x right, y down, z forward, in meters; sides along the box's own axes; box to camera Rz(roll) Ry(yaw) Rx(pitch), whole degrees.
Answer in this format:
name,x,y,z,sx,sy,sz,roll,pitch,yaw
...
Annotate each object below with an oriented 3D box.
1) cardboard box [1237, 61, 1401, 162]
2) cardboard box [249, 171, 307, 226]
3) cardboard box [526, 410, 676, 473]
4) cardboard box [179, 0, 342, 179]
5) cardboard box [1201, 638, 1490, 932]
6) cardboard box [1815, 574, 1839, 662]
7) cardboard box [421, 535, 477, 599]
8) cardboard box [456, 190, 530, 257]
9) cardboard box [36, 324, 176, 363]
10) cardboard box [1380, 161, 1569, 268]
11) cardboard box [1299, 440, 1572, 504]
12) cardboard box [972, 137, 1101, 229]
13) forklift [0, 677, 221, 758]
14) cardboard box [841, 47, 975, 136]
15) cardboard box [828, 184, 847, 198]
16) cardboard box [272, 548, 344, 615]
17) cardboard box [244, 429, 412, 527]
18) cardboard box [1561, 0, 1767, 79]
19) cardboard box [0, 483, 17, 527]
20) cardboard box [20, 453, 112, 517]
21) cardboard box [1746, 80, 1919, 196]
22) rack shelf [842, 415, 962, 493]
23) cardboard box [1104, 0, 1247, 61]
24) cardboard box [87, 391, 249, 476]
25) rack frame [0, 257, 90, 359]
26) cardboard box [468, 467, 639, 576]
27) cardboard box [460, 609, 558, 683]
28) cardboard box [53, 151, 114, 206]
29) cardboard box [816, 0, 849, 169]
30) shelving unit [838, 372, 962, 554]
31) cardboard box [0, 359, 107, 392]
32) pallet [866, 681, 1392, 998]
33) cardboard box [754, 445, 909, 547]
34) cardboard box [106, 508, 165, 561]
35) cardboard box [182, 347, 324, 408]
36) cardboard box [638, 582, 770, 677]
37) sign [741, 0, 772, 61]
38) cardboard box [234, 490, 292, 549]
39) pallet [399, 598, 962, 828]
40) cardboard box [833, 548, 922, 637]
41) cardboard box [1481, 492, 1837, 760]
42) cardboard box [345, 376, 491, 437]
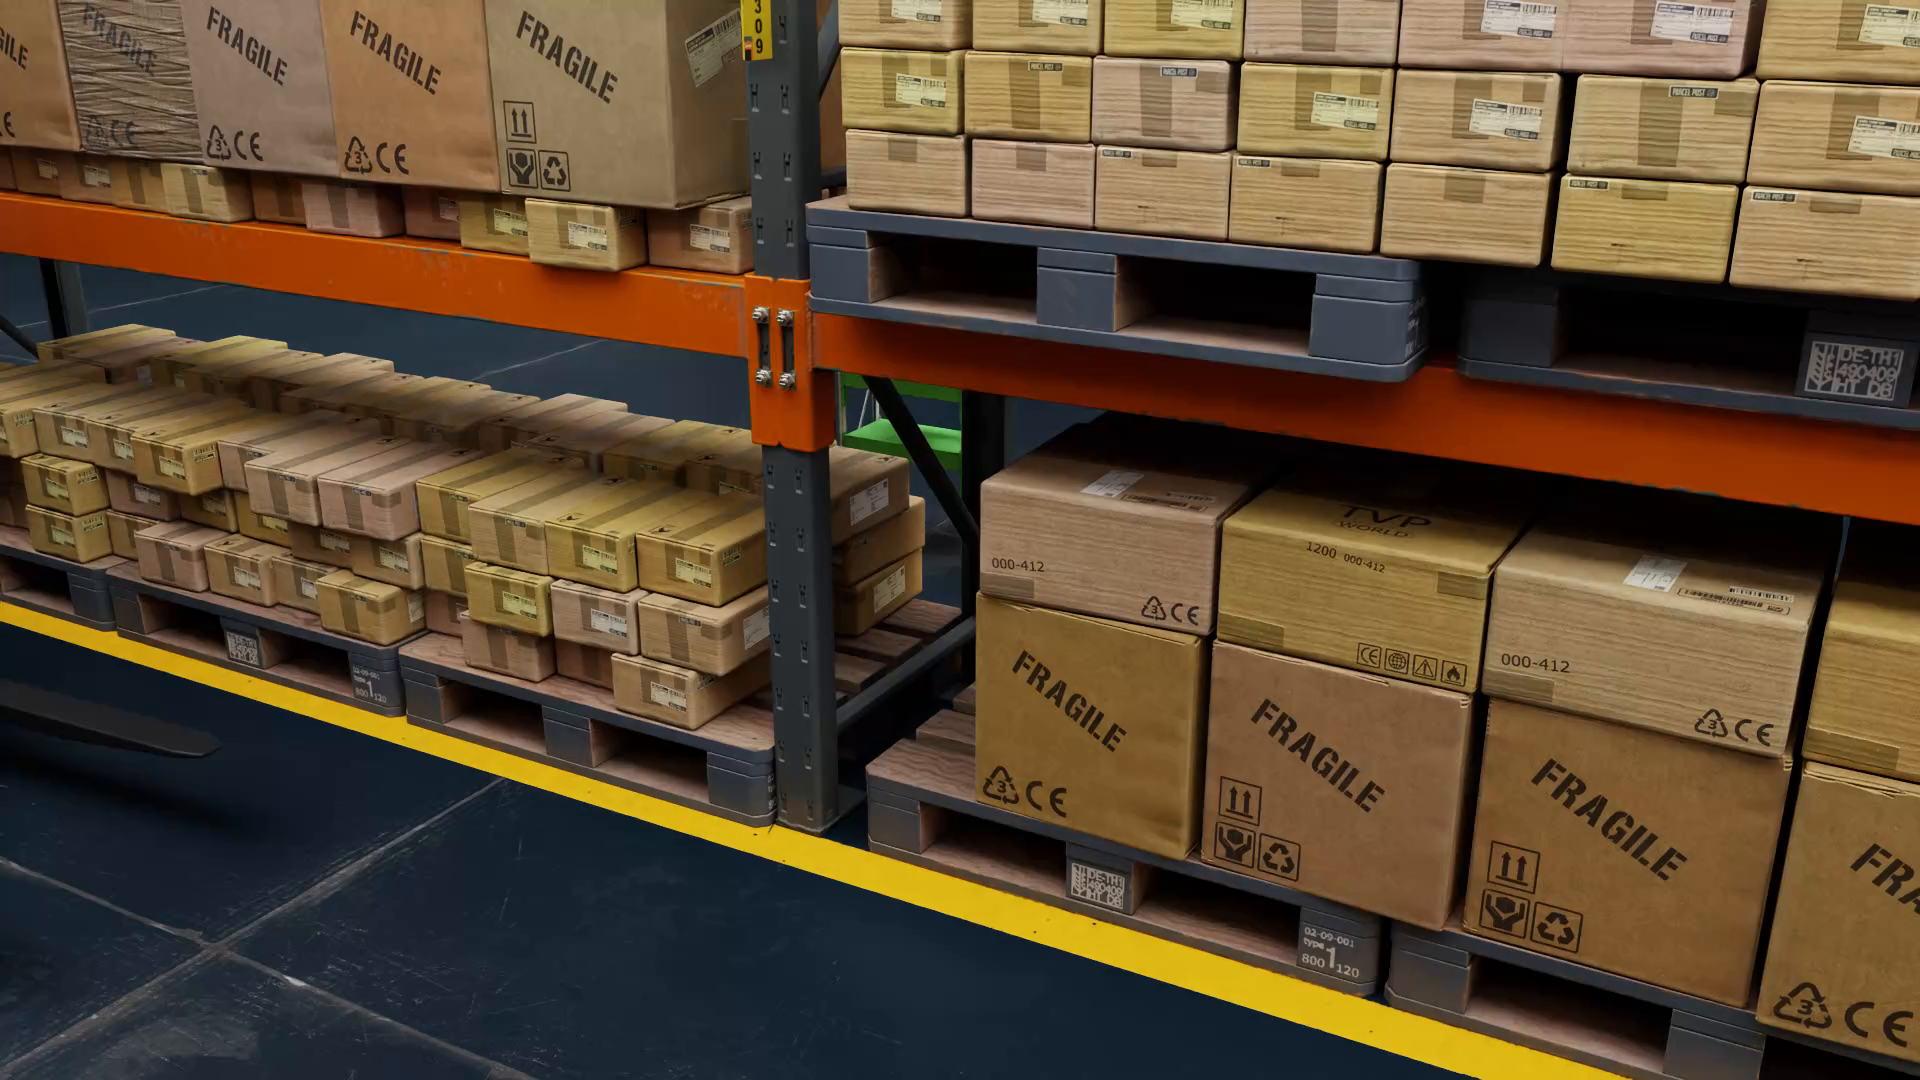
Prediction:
name,x,y,z,sx,sy,sz,roll,pitch,yaw
cardboard box,0.657,-0.754,2.861,0.250,0.149,0.380,10,22,25
cardboard box,-1.649,-0.943,4.434,0.250,0.149,0.380,10,22,27
cardboard box,-1.037,-0.249,4.845,0.250,0.149,0.380,10,22,26
cardboard box,-1.589,-1.219,4.243,0.500,0.500,0.500,11,23,27
cardboard box,0.836,0.401,3.410,0.500,0.500,0.500,12,23,30
cardboard box,1.966,0.417,3.366,0.500,0.500,0.500,10,22,26
cardboard box,-1.228,0.028,4.518,0.250,0.149,0.380,11,23,28
cardboard box,-0.988,-0.798,4.035,0.250,0.149,0.380,12,23,29
cardboard box,-3.049,-0.655,5.965,0.250,0.149,0.380,11,23,28
cardboard box,0.879,-0.571,2.794,0.250,0.149,0.380,10,22,25
cardboard box,1.073,-0.103,3.699,0.500,0.250,0.500,12,23,30
cardboard box,0.222,-0.698,3.144,0.250,0.149,0.380,11,23,28
forklift,-3.235,-0.806,3.788,3.031,2.935,1.130,9,22,24
cardboard box,-0.023,-0.882,3.215,0.250,0.149,0.380,11,23,28
cardboard box,-0.230,-0.892,4.294,0.250,0.149,0.380,12,23,29
cardboard box,-1.749,0.078,4.817,0.250,0.149,0.380,11,23,28
cardboard box,-1.754,-0.179,4.653,0.250,0.149,0.380,10,22,25
cardboard box,1.107,-0.808,2.573,0.250,0.149,0.380,12,23,29
cardboard box,-3.065,-0.187,5.545,0.250,0.149,0.380,11,23,27
cardboard box,-2.663,-0.213,5.181,0.250,0.149,0.380,12,23,29
cardboard box,1.344,-0.623,2.500,0.250,0.149,0.380,10,22,26
rack shelf,-0.145,-0.306,5.840,0.480,0.148,0.258,11,23,27
cardboard box,0.446,-0.934,2.922,0.250,0.149,0.380,11,23,28
cardboard box,-2.391,-0.324,5.052,0.250,0.149,0.380,12,23,29
rack frame,-3.634,-1.531,5.687,0.127,3.000,1.000,11,23,27
cardboard box,-1.043,-0.054,4.308,0.250,0.149,0.380,11,22,27
cardboard box,-1.099,0.220,4.423,0.250,0.149,0.380,10,22,26
cardboard box,-2.341,-1.066,4.775,0.250,0.149,0.380,10,22,26
cardboard box,-0.452,-1.210,4.219,0.500,0.500,0.500,10,22,26
shelving unit,-0.145,-0.592,5.736,0.503,1.200,0.258,11,23,27
cardboard box,-3.043,-0.469,5.453,0.250,0.149,0.380,11,23,28
pallet,0.538,0.574,3.973,1.213,0.211,1.003,11,23,27
cardboard box,-0.342,-0.122,4.494,0.250,0.149,0.380,12,23,29
cardboard box,-2.406,-0.058,5.191,0.250,0.149,0.380,11,23,27
cardboard box,-2.374,-0.529,5.617,0.250,0.149,0.380,10,22,25
cardboard box,-0.572,0.179,4.100,0.250,0.149,0.380,11,23,28
sign,-0.400,-1.110,3.256,0.005,0.325,0.100,11,23,27
cardboard box,-1.897,-0.116,4.915,0.250,0.149,0.380,12,23,30
pallet,-0.746,0.344,4.607,1.213,0.211,1.003,11,23,27
cardboard box,-0.304,0.121,4.698,0.250,0.149,0.380,10,22,25
cardboard box,1.283,0.135,3.044,0.500,0.250,0.500,12,23,29
cardboard box,-1.694,-0.389,5.231,0.250,0.149,0.380,11,23,28
